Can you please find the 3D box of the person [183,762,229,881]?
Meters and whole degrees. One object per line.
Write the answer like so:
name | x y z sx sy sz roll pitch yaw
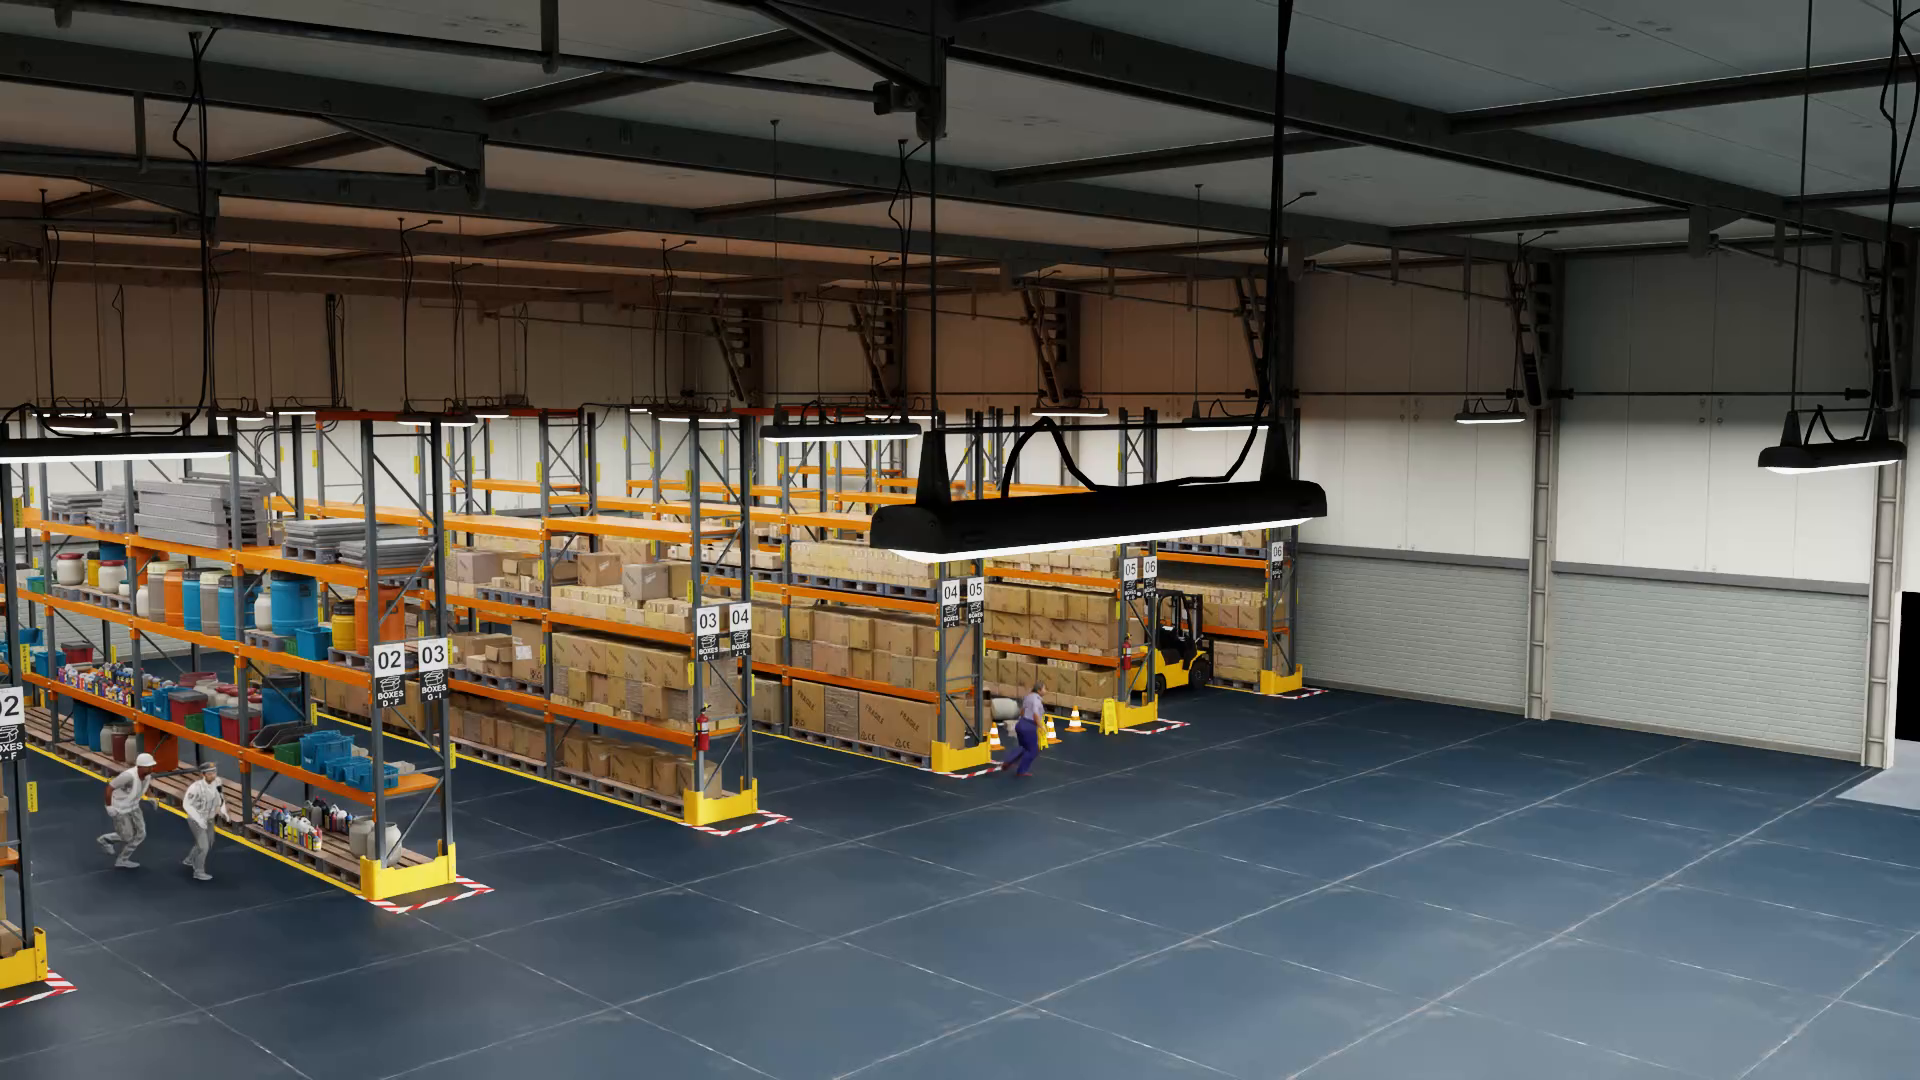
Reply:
person | -9.906 3.626 21.638 0.779 1.587 0.599 2 5 21

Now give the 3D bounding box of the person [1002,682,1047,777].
person | 1.065 3.122 27.410 0.705 1.570 0.595 -2 5 -18

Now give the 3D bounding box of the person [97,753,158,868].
person | -11.088 3.596 22.083 0.968 1.576 0.704 2 5 17
